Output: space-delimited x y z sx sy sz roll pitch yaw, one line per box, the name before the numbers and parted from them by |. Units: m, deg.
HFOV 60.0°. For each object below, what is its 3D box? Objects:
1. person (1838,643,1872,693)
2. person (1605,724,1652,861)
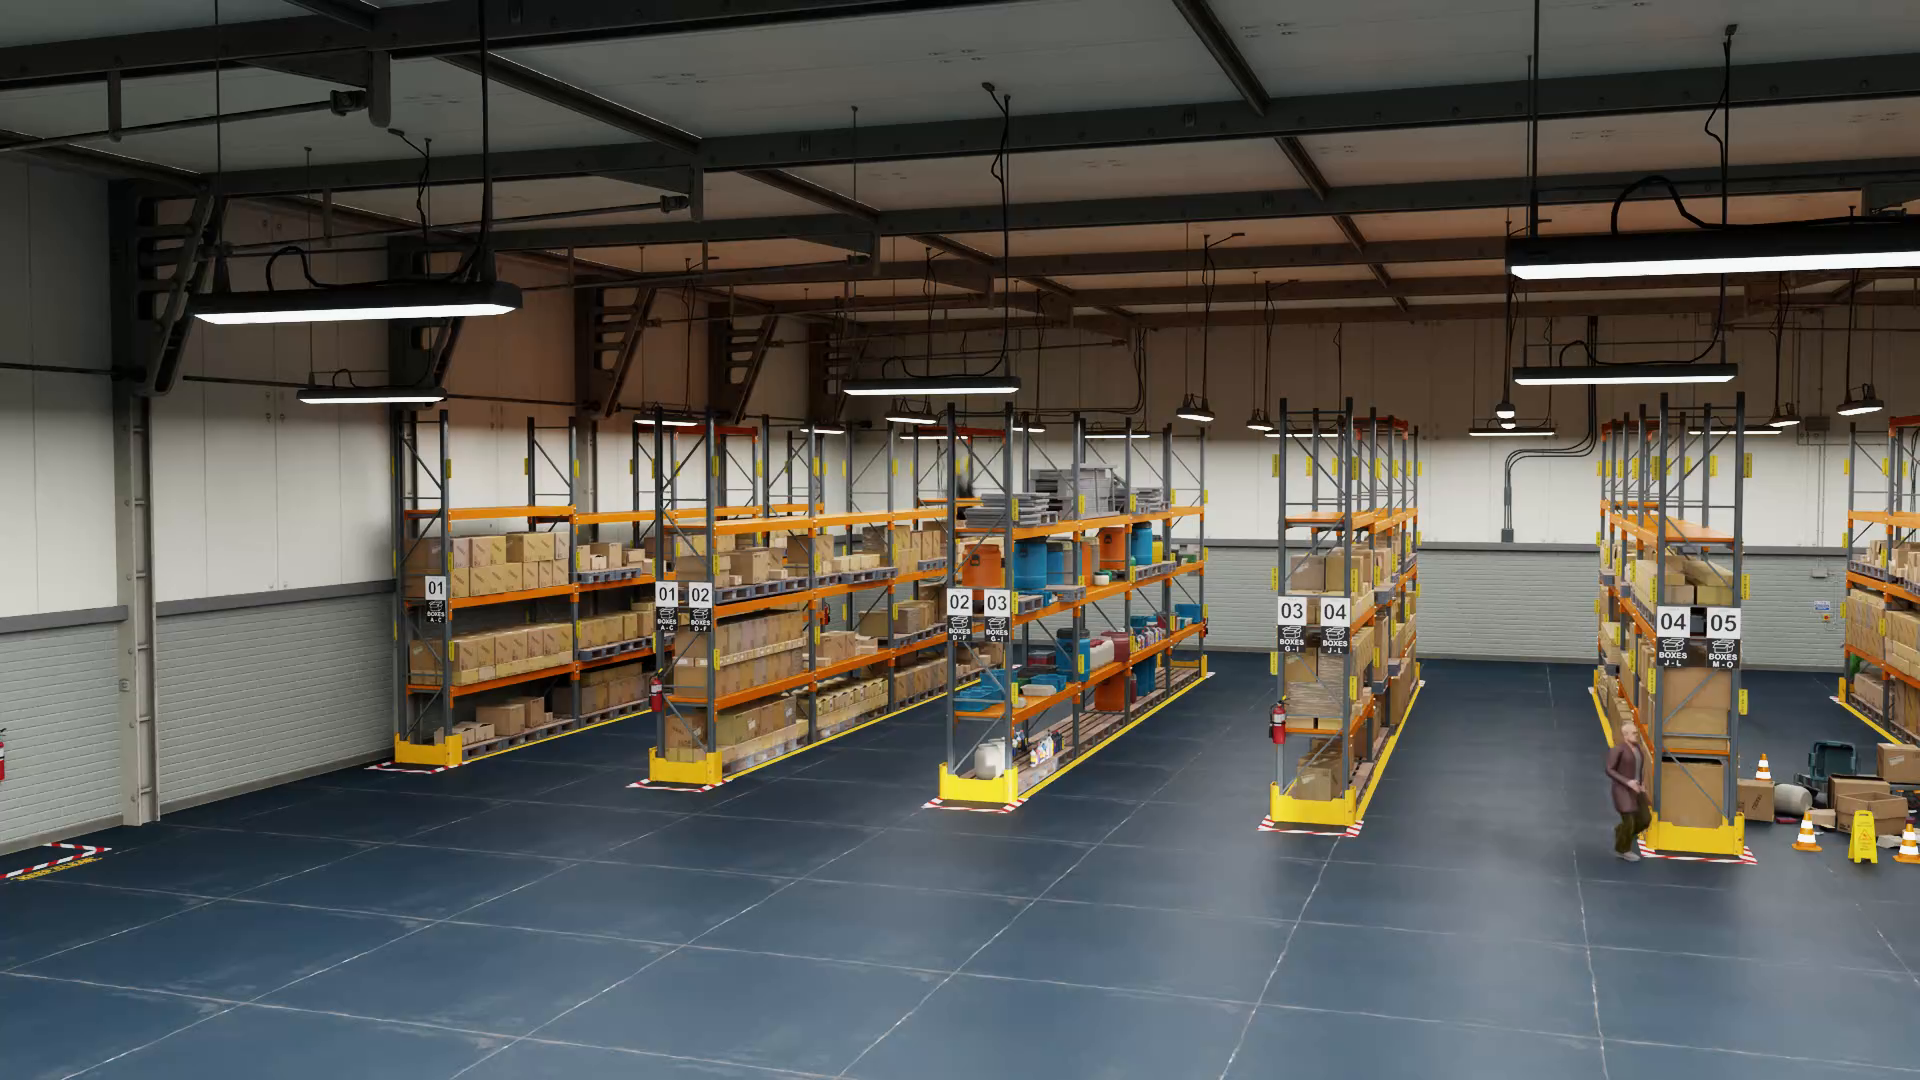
person | 19.930 2.512 36.863 0.804 1.706 0.657 0 2 7
person | 8.525 3.219 21.234 0.715 1.738 0.633 -1 3 -29
